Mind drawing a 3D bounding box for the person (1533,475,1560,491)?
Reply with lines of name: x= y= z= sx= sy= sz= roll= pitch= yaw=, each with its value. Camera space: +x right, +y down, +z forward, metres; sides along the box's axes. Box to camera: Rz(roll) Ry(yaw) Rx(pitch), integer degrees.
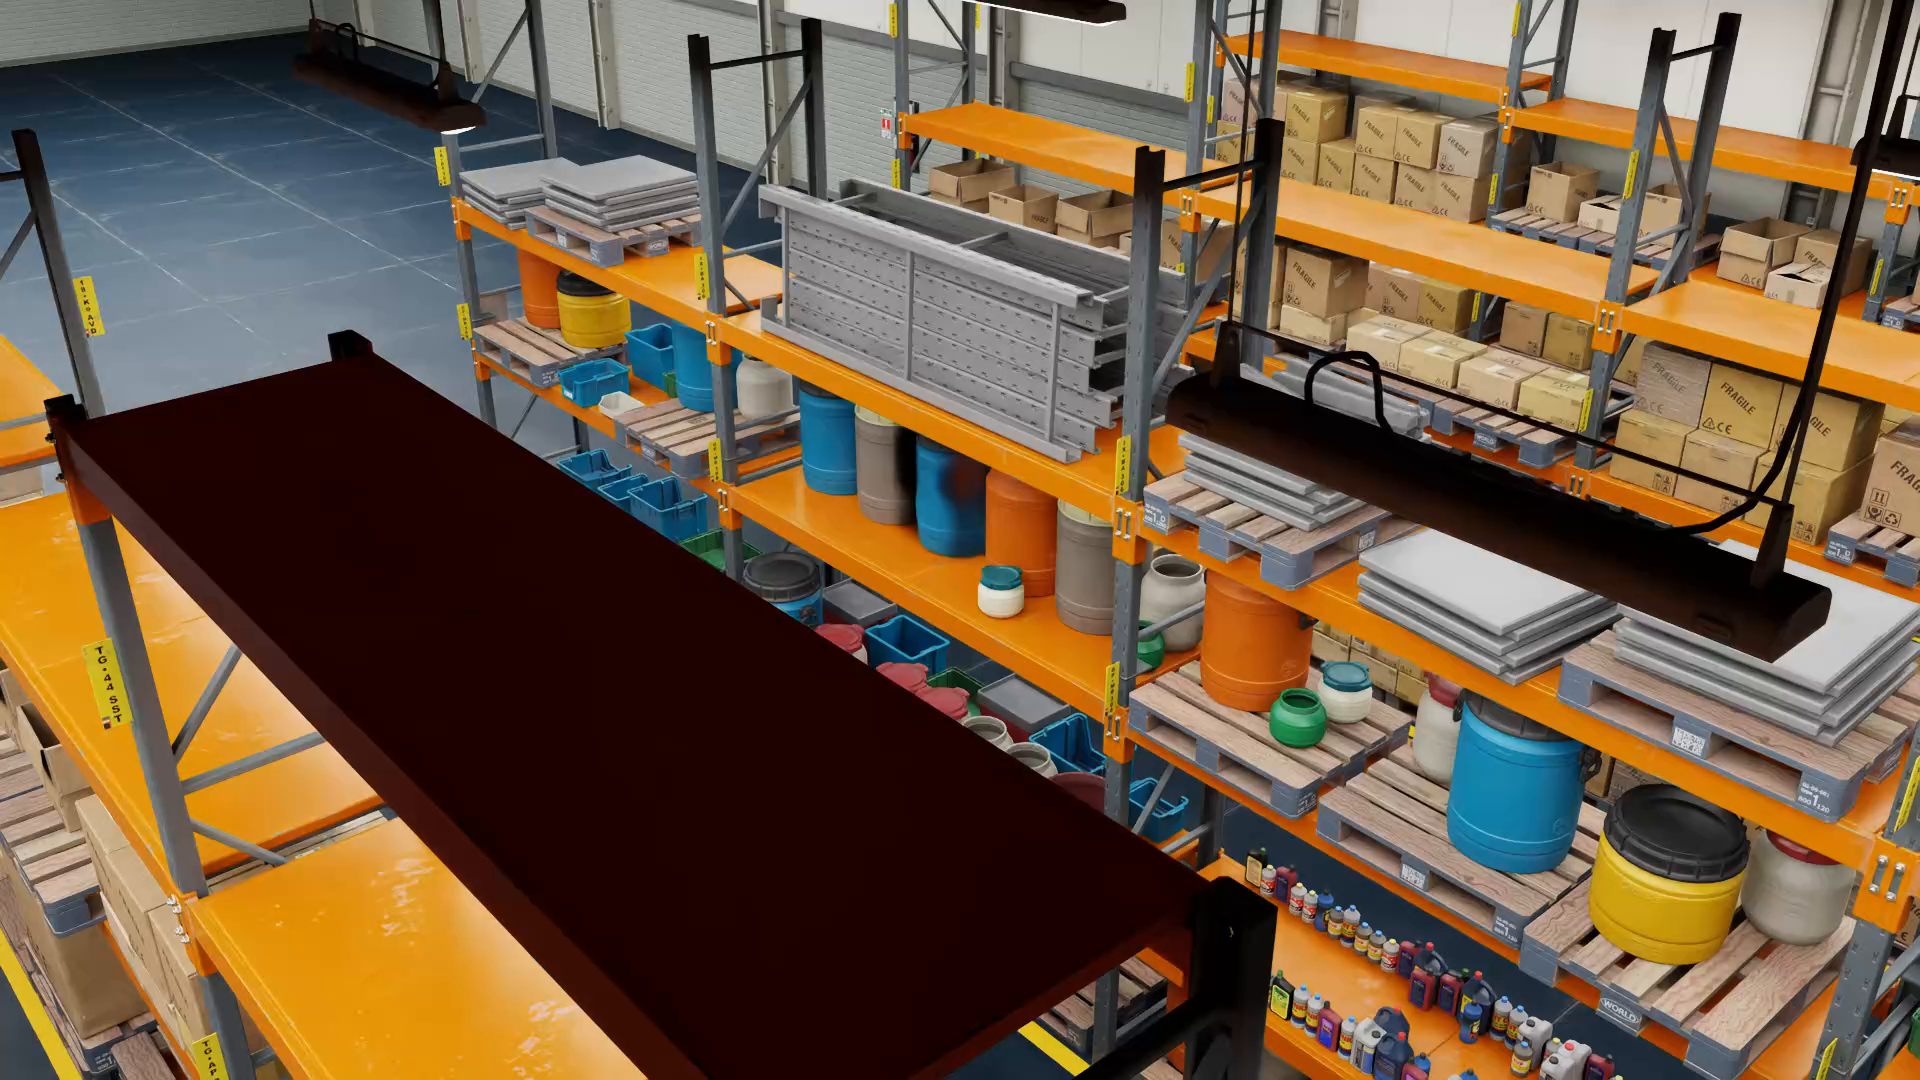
person: x=5.437 y=0.007 z=15.799 sx=0.457 sy=1.611 sz=0.317 roll=19 pitch=33 yaw=32
